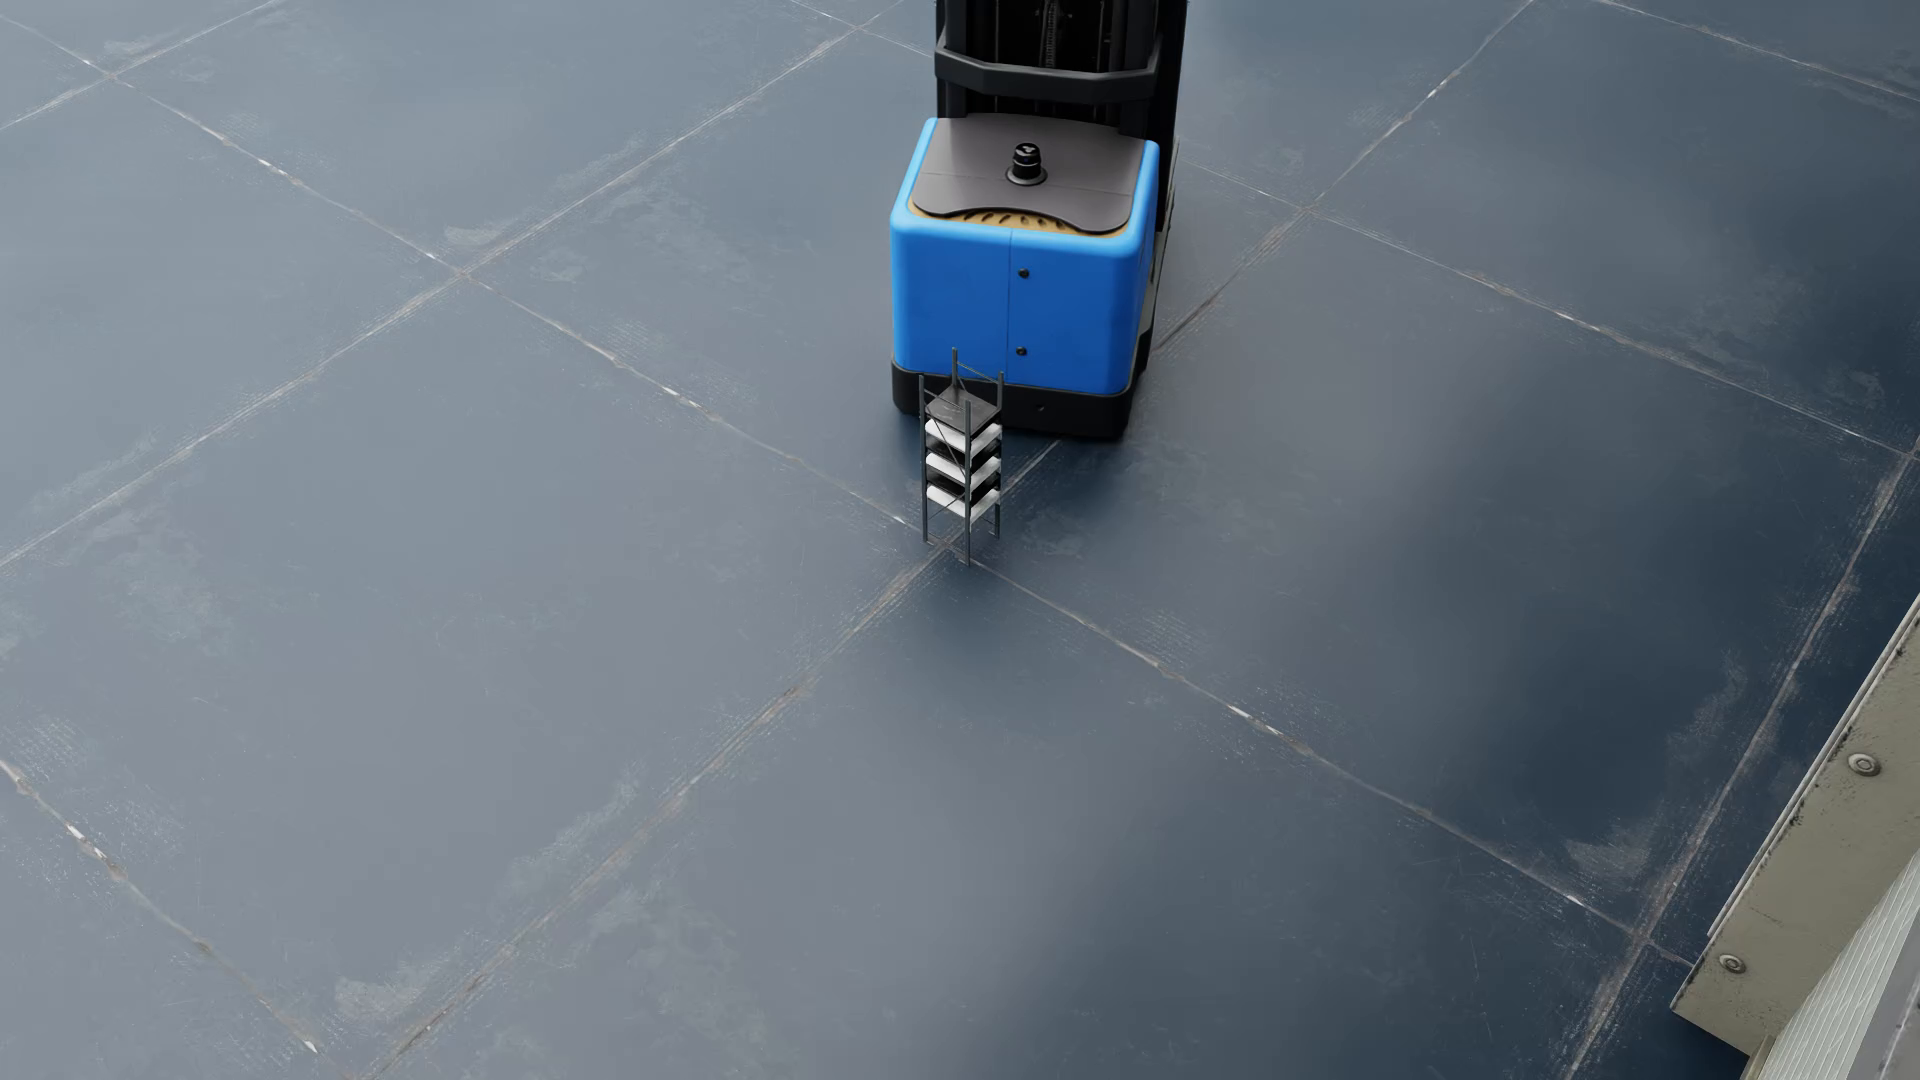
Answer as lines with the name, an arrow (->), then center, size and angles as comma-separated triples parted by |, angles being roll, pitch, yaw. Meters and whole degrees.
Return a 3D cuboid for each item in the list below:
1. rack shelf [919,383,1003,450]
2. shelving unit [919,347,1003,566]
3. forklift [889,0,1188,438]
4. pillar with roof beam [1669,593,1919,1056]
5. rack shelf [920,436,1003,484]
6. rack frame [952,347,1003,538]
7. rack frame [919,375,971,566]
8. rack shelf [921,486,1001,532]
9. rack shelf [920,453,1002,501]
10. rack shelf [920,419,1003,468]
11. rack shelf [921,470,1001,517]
rack shelf -> 0.005, -0.479, 6.423 | 0.258, 0.077, 0.200 | 29, 53, 25
shelving unit -> 0.005, -0.315, 6.594 | 0.258, 0.900, 0.210 | 29, 53, 25
forklift -> 0.483, -2.538, 7.312 | 1.130, 2.935, 3.031 | 8, 47, 7
pillar with roof beam -> -0.841, -3.522, 4.055 | 9.100, 9.000, 0.400 | 29, 53, 25
rack shelf -> 0.005, -0.355, 6.553 | 0.258, 0.077, 0.200 | 29, 53, 25
rack frame -> 0.067, -0.374, 6.649 | 0.240, 0.900, 0.006 | 29, 53, 25
rack frame -> -0.057, -0.257, 6.538 | 0.240, 0.900, 0.006 | 29, 53, 25
rack shelf -> 0.005, -0.168, 6.748 | 0.258, 0.077, 0.200 | 29, 53, 25
rack shelf -> 0.005, -0.292, 6.618 | 0.258, 0.077, 0.200 | 29, 53, 25
rack shelf -> 0.005, -0.417, 6.488 | 0.258, 0.077, 0.200 | 29, 53, 25
rack shelf -> 0.005, -0.230, 6.683 | 0.258, 0.077, 0.200 | 29, 53, 25
